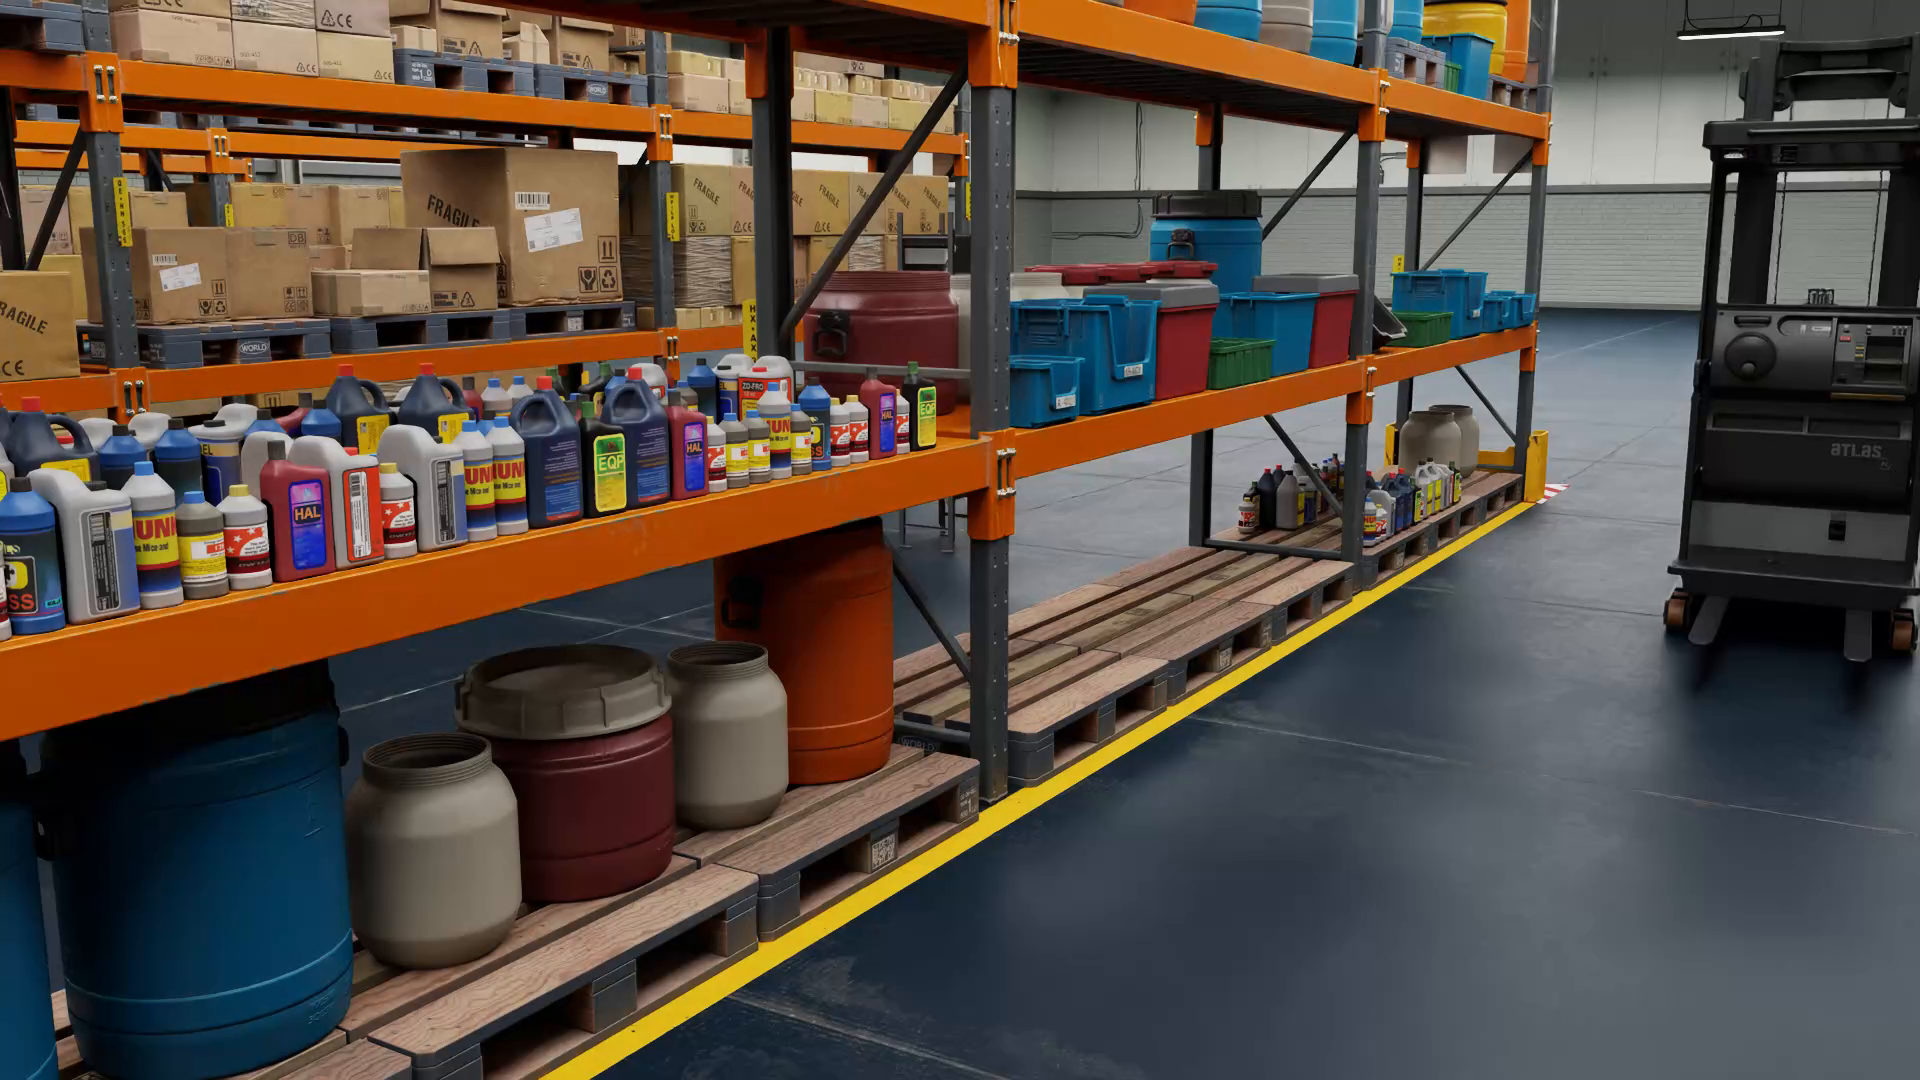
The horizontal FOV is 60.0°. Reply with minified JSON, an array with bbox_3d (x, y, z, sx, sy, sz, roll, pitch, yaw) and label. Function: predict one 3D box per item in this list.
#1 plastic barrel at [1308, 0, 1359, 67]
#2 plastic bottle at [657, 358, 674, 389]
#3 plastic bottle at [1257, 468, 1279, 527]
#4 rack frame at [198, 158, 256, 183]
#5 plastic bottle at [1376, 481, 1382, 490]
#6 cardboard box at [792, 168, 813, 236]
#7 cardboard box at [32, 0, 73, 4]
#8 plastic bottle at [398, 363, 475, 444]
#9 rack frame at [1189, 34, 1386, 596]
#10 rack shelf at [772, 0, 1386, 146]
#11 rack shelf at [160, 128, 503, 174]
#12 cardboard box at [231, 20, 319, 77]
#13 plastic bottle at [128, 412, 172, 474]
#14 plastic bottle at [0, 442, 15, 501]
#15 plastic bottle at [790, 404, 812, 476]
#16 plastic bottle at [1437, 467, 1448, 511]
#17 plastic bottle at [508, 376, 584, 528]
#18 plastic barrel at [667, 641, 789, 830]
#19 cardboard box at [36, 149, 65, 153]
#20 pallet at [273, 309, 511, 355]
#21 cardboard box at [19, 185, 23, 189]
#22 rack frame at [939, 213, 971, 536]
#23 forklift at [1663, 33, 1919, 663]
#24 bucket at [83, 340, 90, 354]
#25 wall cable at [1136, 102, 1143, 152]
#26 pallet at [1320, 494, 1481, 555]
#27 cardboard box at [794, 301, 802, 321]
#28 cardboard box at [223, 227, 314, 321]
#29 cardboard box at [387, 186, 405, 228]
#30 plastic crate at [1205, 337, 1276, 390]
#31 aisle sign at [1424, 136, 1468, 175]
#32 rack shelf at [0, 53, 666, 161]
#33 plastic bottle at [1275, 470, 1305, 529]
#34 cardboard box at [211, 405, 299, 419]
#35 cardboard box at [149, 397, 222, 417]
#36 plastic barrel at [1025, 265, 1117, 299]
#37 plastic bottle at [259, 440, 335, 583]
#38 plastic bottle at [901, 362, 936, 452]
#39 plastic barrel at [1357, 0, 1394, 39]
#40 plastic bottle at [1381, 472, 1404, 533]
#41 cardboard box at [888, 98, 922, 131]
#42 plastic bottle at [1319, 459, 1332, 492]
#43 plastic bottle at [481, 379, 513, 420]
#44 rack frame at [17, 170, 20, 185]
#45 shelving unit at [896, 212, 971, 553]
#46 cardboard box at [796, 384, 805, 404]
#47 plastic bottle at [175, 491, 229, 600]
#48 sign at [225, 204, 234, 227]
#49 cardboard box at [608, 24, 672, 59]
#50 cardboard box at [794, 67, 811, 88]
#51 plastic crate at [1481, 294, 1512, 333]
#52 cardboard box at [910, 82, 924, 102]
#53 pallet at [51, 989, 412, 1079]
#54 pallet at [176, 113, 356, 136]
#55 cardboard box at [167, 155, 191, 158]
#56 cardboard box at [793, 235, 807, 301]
[{"bbox_3d":[1.712,-2.843,8.391,0.600,0.901,0.708,6,12,31],"label":"plastic barrel"},{"bbox_3d":[-0.997,-0.452,5.450,0.061,0.283,0.133,6,12,31],"label":"plastic bottle"},{"bbox_3d":[1.878,-0.266,10.142,0.144,0.351,0.185,6,12,29],"label":"plastic bottle"},{"bbox_3d":[-8.836,-3.272,20.196,1.000,3.000,0.127,6,12,31],"label":"rack frame"},{"bbox_3d":[2.536,-0.220,10.111,0.097,0.271,0.097,0,11,0],"label":"plastic bottle"},{"bbox_3d":[-1.474,-2.587,12.739,0.500,0.500,0.500,6,12,31],"label":"cardboard box"},{"bbox_3d":[-4.486,-2.936,8.616,0.500,0.500,0.500,7,13,32],"label":"cardboard box"},{"bbox_3d":[-1.394,-0.296,4.435,0.144,0.351,0.185,6,12,31],"label":"plastic bottle"},{"bbox_3d":[1.790,-1.223,9.251,1.000,3.000,0.127,6,12,31],"label":"rack frame"},{"bbox_3d":[0.752,-2.029,7.361,1.077,0.370,4.000,6,12,31],"label":"rack shelf"},{"bbox_3d":[-5.591,-3.621,15.865,1.077,0.370,4.000,6,12,31],"label":"rack shelf"},{"bbox_3d":[-3.791,-2.598,8.852,0.500,0.250,0.500,7,13,32],"label":"cardboard box"},{"bbox_3d":[-1.914,-0.155,3.881,0.152,0.276,0.135,6,12,31],"label":"plastic bottle"},{"bbox_3d":[-2.043,-0.103,3.401,0.144,0.351,0.185,6,12,31],"label":"plastic bottle"},{"bbox_3d":[-0.479,-0.293,4.825,0.097,0.201,0.097,0,11,0],"label":"plastic bottle"},{"bbox_3d":[3.062,-0.340,10.741,0.152,0.276,0.135,6,12,29],"label":"plastic bottle"},{"bbox_3d":[-1.009,-0.215,3.998,0.144,0.351,0.185,6,12,31],"label":"plastic bottle"},{"bbox_3d":[-0.743,0.598,5.141,0.421,0.512,0.421,0,11,0],"label":"plastic barrel"},{"bbox_3d":[-9.797,-4.214,17.758,0.380,0.149,0.250,6,12,30],"label":"cardboard box"},{"bbox_3d":[-3.527,-1.288,10.120,1.003,0.211,1.213,6,12,31],"label":"pallet"},{"bbox_3d":[-10.215,-3.457,17.384,0.700,0.500,0.500,6,12,31],"label":"cardboard box"},{"bbox_3d":[0.041,-1.044,10.741,0.400,2.100,0.015,6,12,31],"label":"rack frame"},{"bbox_3d":[4.206,-0.988,8.181,1.130,2.935,3.031,6,12,28],"label":"forklift"},{"bbox_3d":[-8.530,-1.566,15.847,0.620,0.611,0.726,-20,21,-35],"label":"bucket"},{"bbox_3d":[6.335,-12.424,47.491,3.097,2.526,0.112,6,12,31],"label":"wall cable"},{"bbox_3d":[2.807,-0.147,11.079,1.003,0.211,1.213,6,12,31],"label":"pallet"},{"bbox_3d":[-1.446,-1.777,12.891,0.380,0.149,0.250,6,12,31],"label":"cardboard box"},{"bbox_3d":[-4.069,-1.509,9.364,0.700,0.500,0.500,9,14,39],"label":"cardboard box"},{"bbox_3d":[-5.556,-3.099,15.928,0.875,0.550,0.500,6,12,31],"label":"cardboard box"},{"bbox_3d":[1.127,-0.818,7.663,0.450,0.188,0.662,6,12,31],"label":"plastic crate"},{"bbox_3d":[3.654,-3.169,12.582,0.394,0.787,0.004,6,12,31],"label":"aisle sign"},{"bbox_3d":[-3.481,-2.503,9.889,1.077,0.370,4.000,6,12,31],"label":"rack shelf"},{"bbox_3d":[2.001,-0.252,10.069,0.144,0.351,0.185,6,12,31],"label":"plastic bottle"},{"bbox_3d":[-3.931,-0.616,9.568,0.500,0.250,0.500,8,13,37],"label":"cardboard box"},{"bbox_3d":[-6.875,-1.181,13.996,1.050,0.750,0.750,6,12,30],"label":"cardboard box"},{"bbox_3d":[0.500,-0.977,7.567,0.433,0.535,0.433,0,11,0],"label":"plastic barrel"},{"bbox_3d":[-1.347,-0.064,3.378,0.061,0.283,0.133,6,12,31],"label":"plastic bottle"},{"bbox_3d":[-0.132,-0.432,5.344,0.061,0.283,0.133,6,12,31],"label":"plastic bottle"},{"bbox_3d":[2.182,-3.008,9.188,0.421,0.512,0.421,0,11,0],"label":"plastic barrel"},{"bbox_3d":[2.564,-0.225,9.921,0.144,0.351,0.185,7,13,32],"label":"plastic bottle"},{"bbox_3d":[-0.656,-3.547,13.921,0.500,0.250,0.500,6,12,31],"label":"cardboard box"},{"bbox_3d":[2.429,-0.402,11.086,0.097,0.271,0.097,0,11,0],"label":"plastic bottle"},{"bbox_3d":[-1.351,-0.333,4.844,0.097,0.271,0.097,0,11,0],"label":"plastic bottle"},{"bbox_3d":[-13.080,-3.746,22.726,1.000,3.000,0.127,6,12,31],"label":"rack frame"},{"bbox_3d":[-0.086,-1.006,10.536,0.431,2.100,0.503,6,12,31],"label":"shelving unit"},{"bbox_3d":[-1.327,-1.013,13.778,0.500,0.500,0.500,8,13,36],"label":"cardboard box"},{"bbox_3d":[-1.473,0.008,3.216,0.097,0.201,0.097,0,11,0],"label":"plastic bottle"},{"bbox_3d":[-6.161,-2.666,14.027,0.100,0.325,0.005,6,12,31],"label":"sign"},{"bbox_3d":[-2.427,-3.707,11.928,0.500,0.500,0.500,6,12,29],"label":"cardboard box"},{"bbox_3d":[-1.366,-3.523,12.710,0.380,0.149,0.250,6,12,30],"label":"cardboard box"},{"bbox_3d":[3.521,-1.570,11.509,0.499,0.251,0.408,6,12,31],"label":"plastic crate"},{"bbox_3d":[-0.527,-3.765,14.003,0.380,0.149,0.250,6,12,28],"label":"cardboard box"},{"bbox_3d":[-1.927,1.288,3.414,1.003,0.211,1.213,6,12,31],"label":"pallet"},{"bbox_3d":[-6.196,-3.745,14.809,1.003,0.211,1.213,6,12,31],"label":"pallet"},{"bbox_3d":[-9.051,-4.460,19.069,0.380,0.149,0.250,7,13,32],"label":"cardboard box"},{"bbox_3d":[-1.693,-2.120,12.962,0.875,0.500,0.500,6,12,31],"label":"cardboard box"}]
